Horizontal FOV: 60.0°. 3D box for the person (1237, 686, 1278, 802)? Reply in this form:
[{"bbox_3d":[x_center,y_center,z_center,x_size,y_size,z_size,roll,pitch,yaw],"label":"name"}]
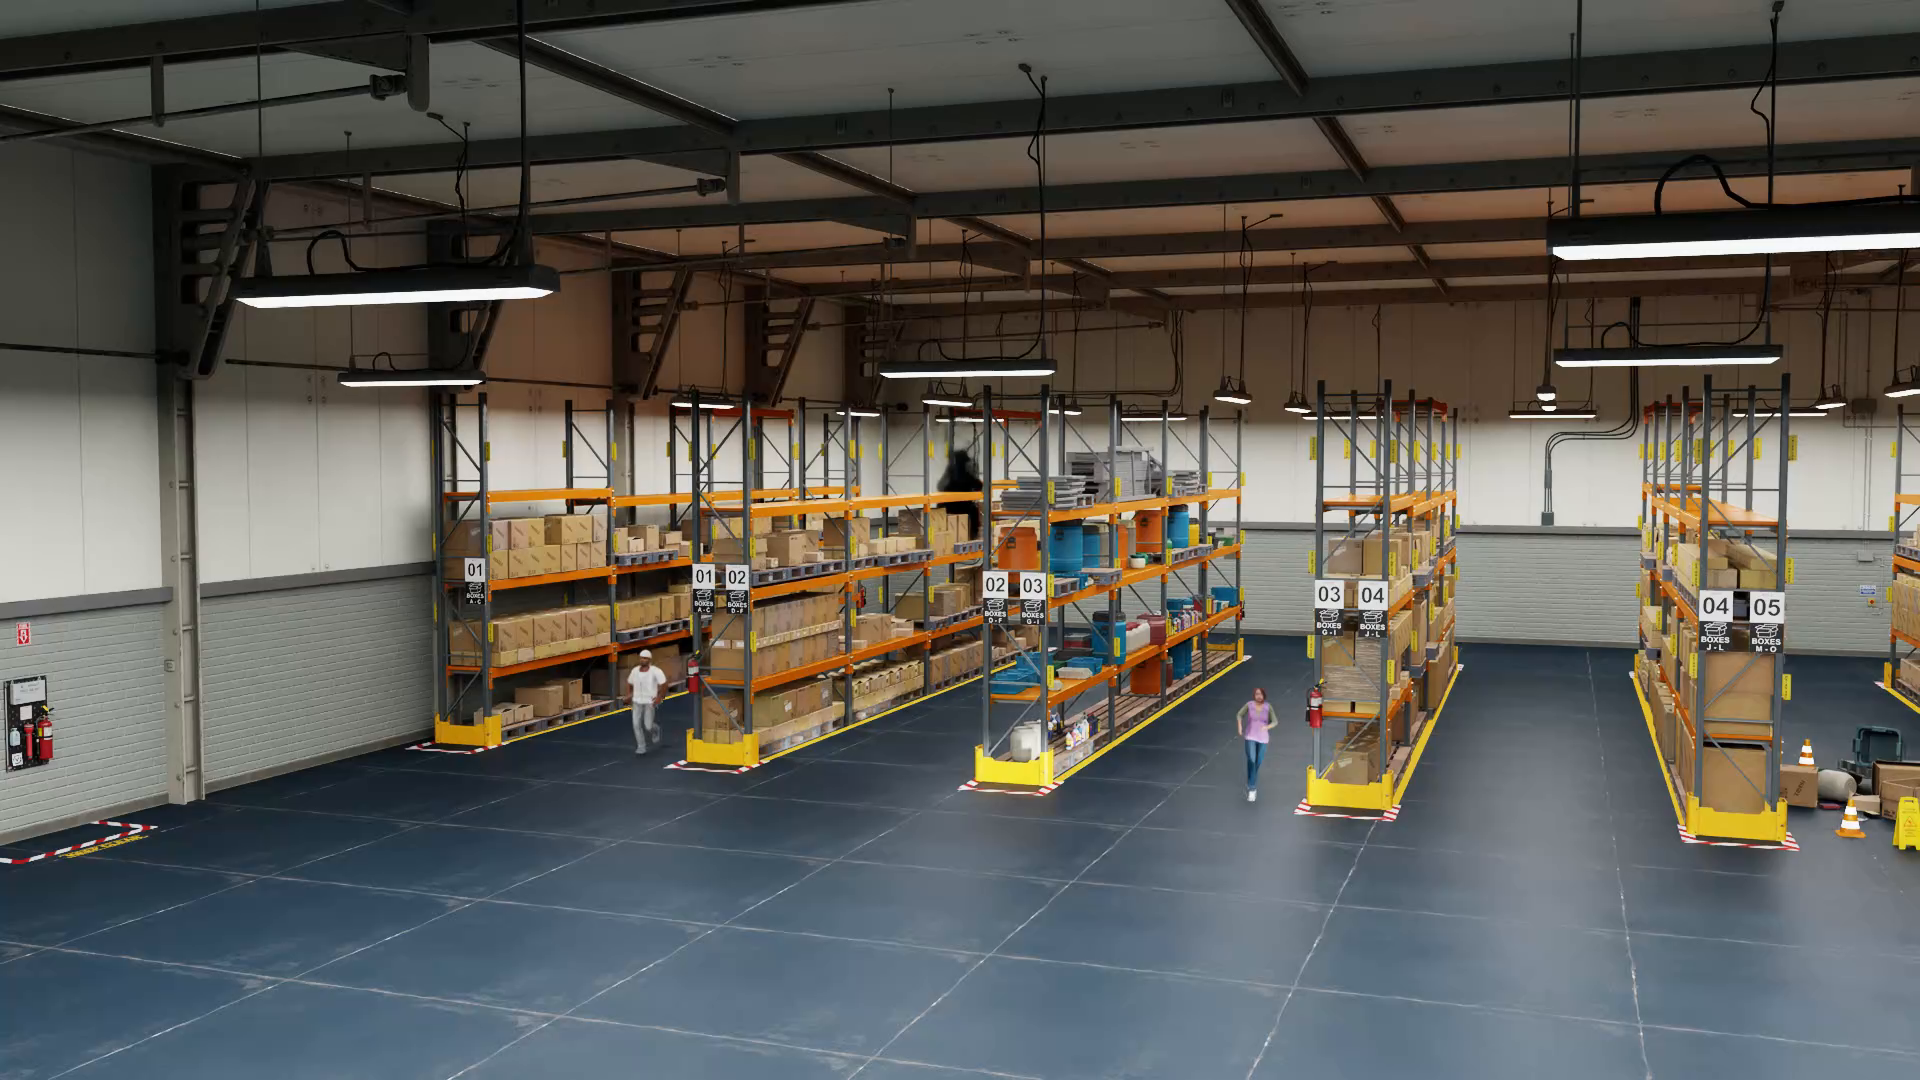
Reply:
[{"bbox_3d":[4.298,2.935,24.017,0.566,1.652,0.647,0,3,3],"label":"person"}]

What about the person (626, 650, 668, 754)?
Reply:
[{"bbox_3d":[-5.203,2.673,27.595,0.737,1.717,0.706,1,3,12],"label":"person"}]
